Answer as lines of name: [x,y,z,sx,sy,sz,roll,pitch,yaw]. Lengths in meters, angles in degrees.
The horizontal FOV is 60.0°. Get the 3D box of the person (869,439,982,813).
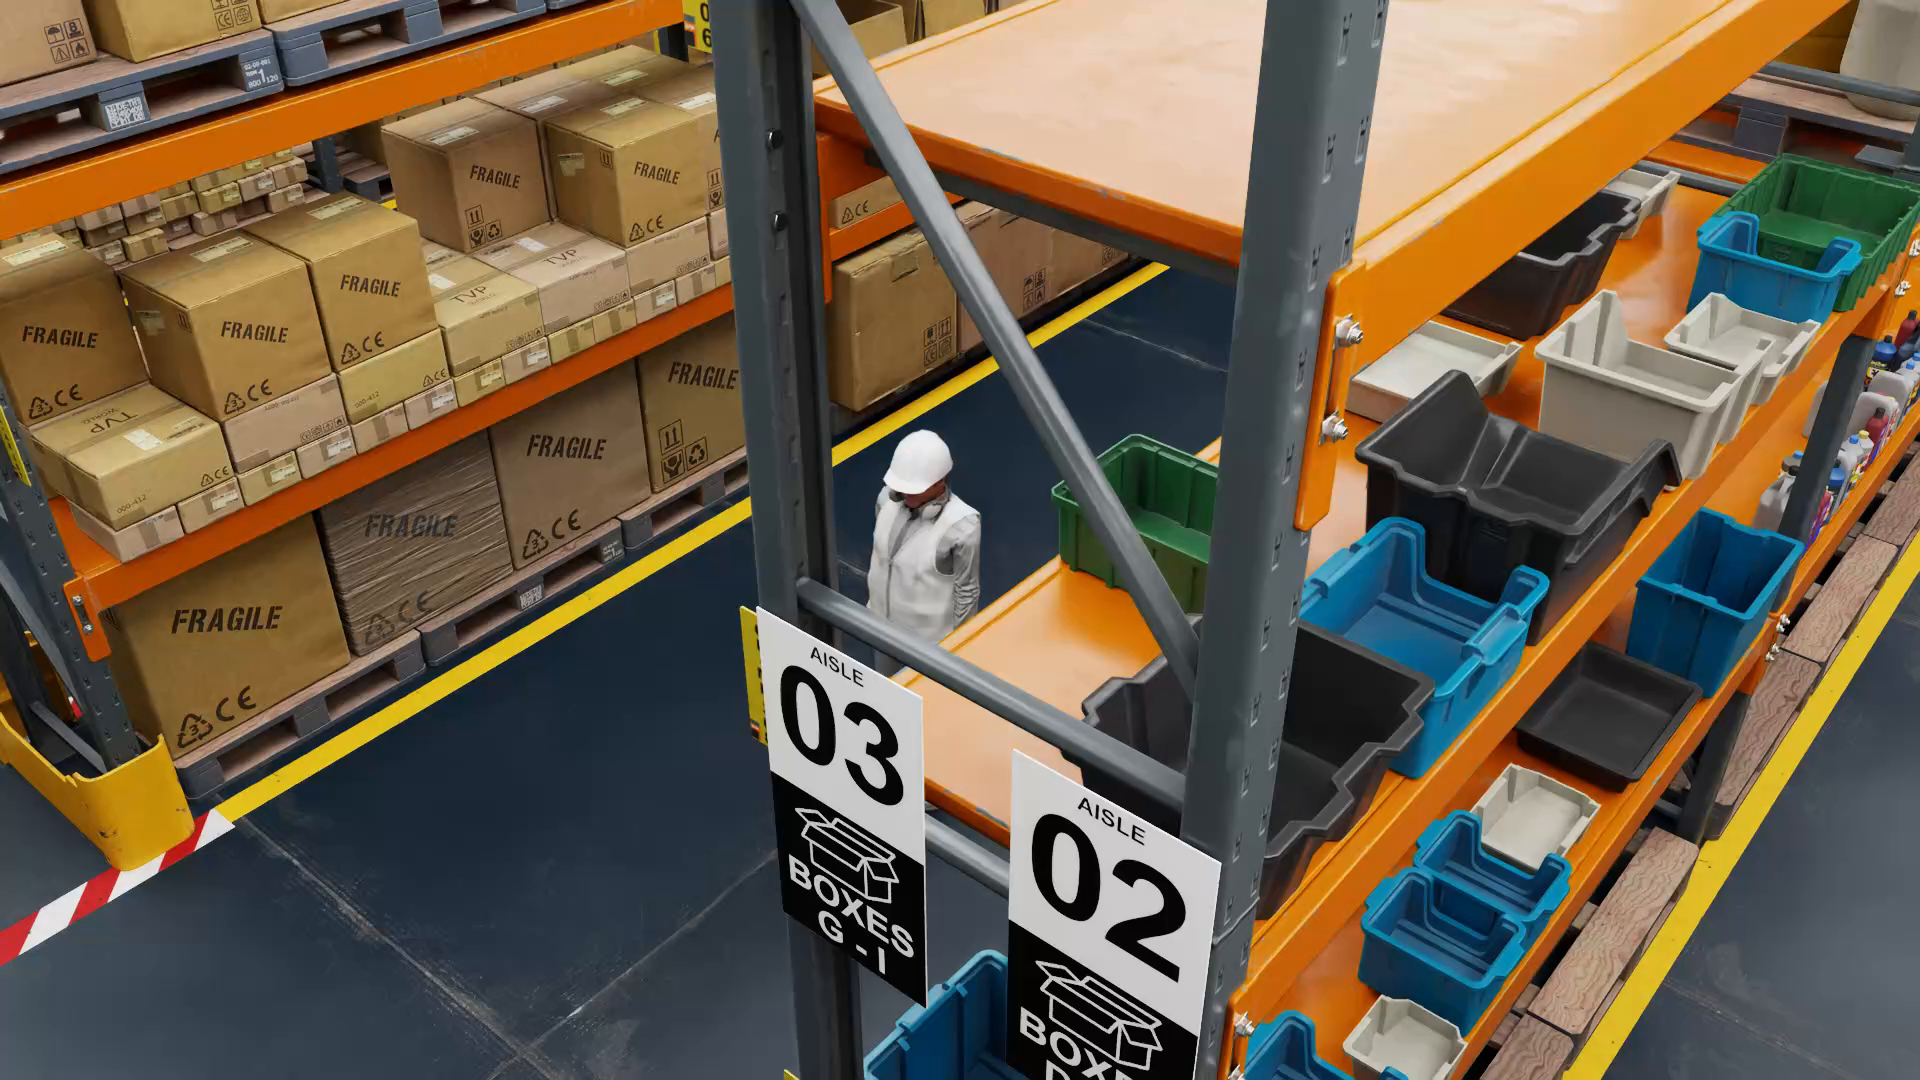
person: [-0.150,0.338,6.750,0.543,1.753,0.400,26,43,33]
